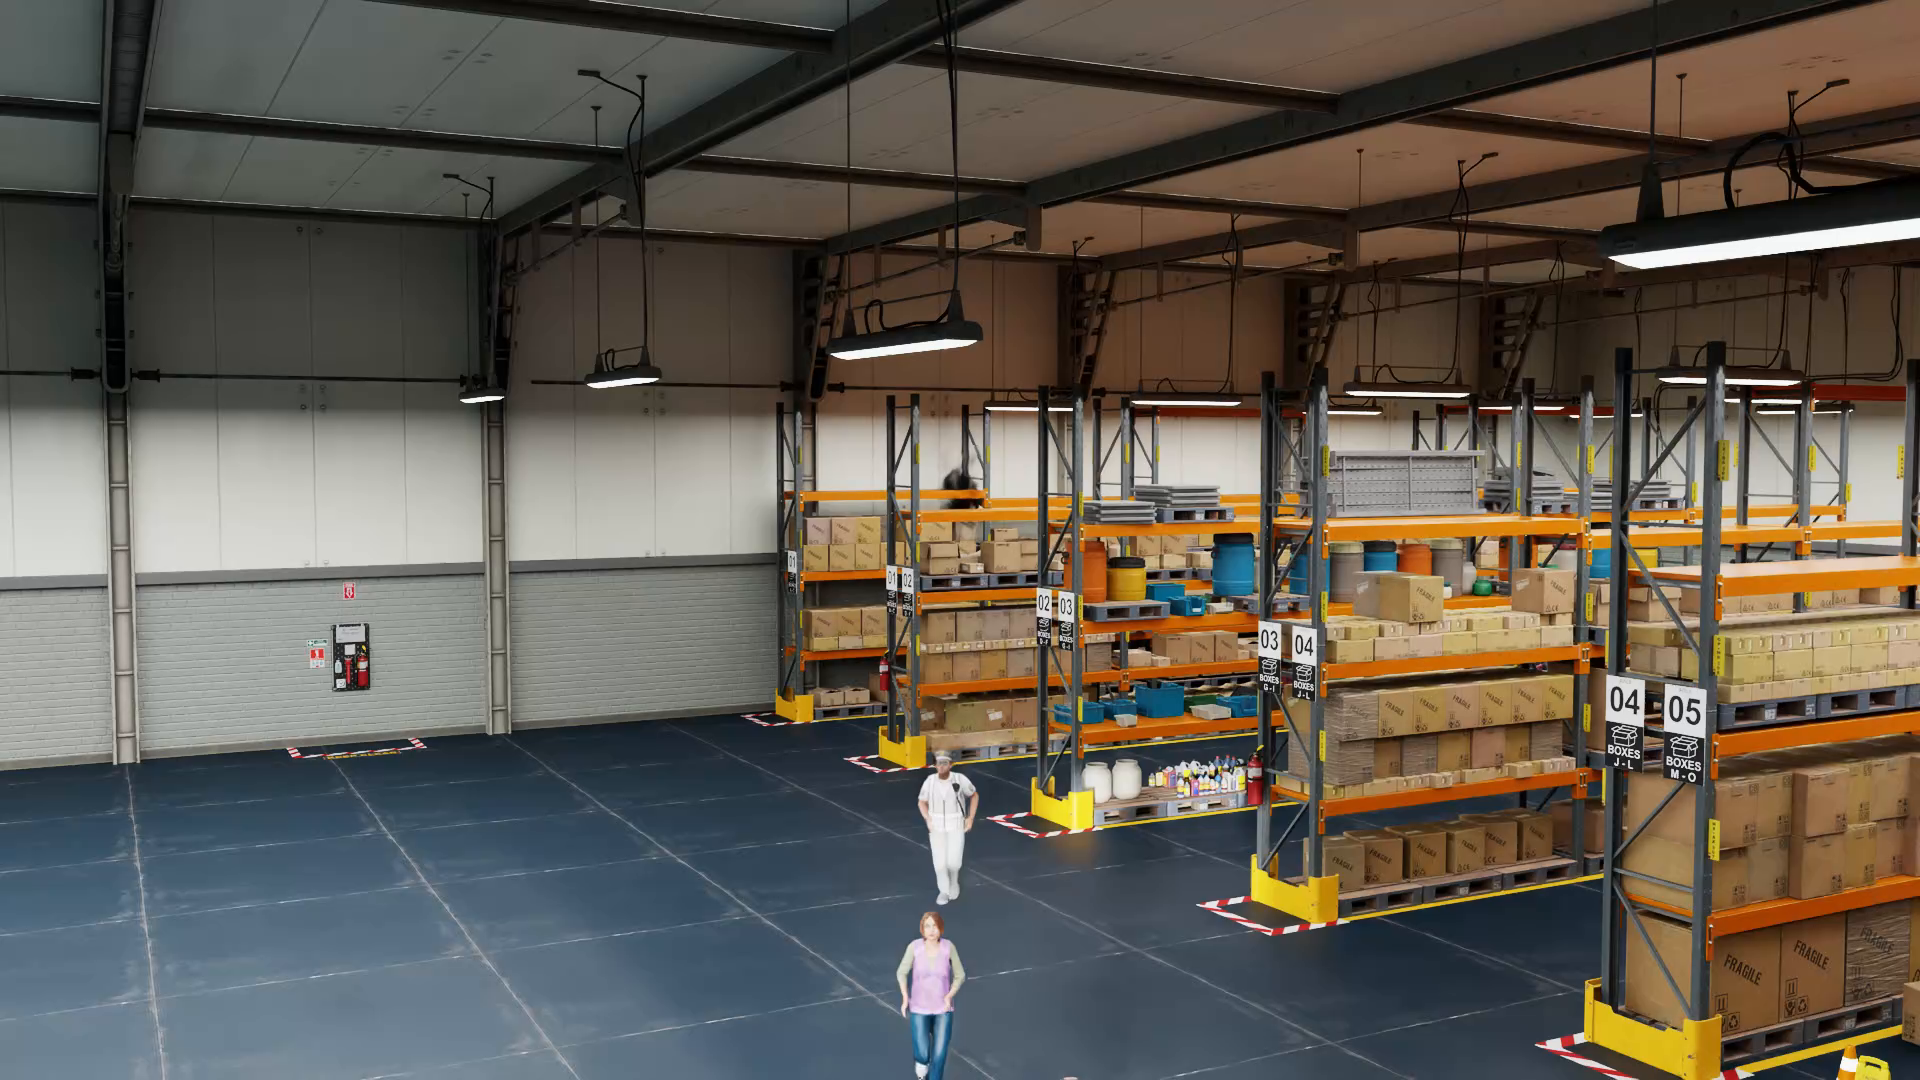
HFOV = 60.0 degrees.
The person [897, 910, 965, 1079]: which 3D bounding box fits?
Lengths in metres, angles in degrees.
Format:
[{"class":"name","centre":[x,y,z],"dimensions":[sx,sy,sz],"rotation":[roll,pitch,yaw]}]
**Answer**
[{"class":"person","centre":[-0.225,3.707,12.985],"dimensions":[0.537,1.468,0.549],"rotation":[0,3,-2]}]

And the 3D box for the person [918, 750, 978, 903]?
[{"class":"person","centre":[-0.152,3.234,18.725],"dimensions":[0.674,1.746,0.541],"rotation":[0,3,7]}]
